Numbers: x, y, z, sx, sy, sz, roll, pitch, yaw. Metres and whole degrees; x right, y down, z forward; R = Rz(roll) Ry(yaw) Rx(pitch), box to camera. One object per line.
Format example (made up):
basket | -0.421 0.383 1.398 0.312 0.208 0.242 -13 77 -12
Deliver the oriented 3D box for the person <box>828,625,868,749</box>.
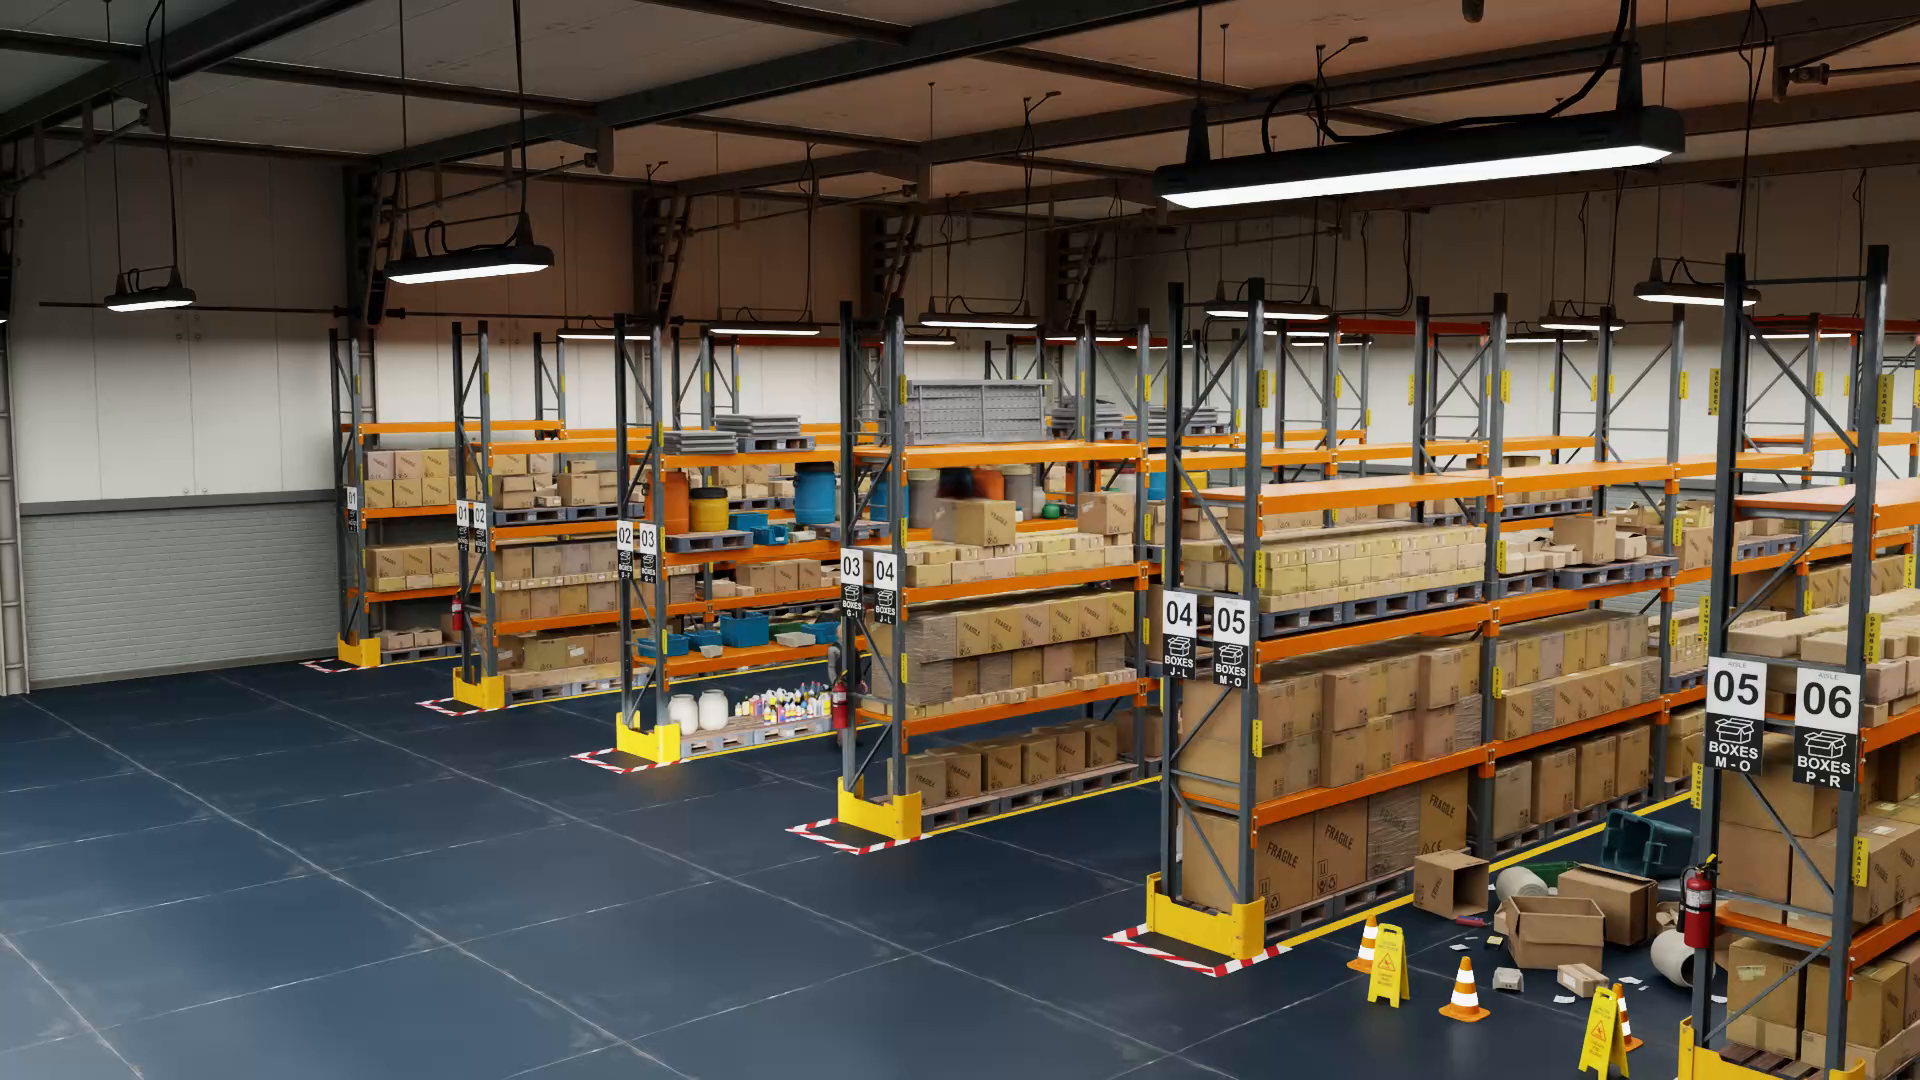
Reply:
person | -1.573 2.042 23.099 0.443 1.740 0.576 4 7 32

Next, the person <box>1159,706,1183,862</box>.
person | 2.342 2.590 17.834 0.414 1.690 0.451 1 6 7
